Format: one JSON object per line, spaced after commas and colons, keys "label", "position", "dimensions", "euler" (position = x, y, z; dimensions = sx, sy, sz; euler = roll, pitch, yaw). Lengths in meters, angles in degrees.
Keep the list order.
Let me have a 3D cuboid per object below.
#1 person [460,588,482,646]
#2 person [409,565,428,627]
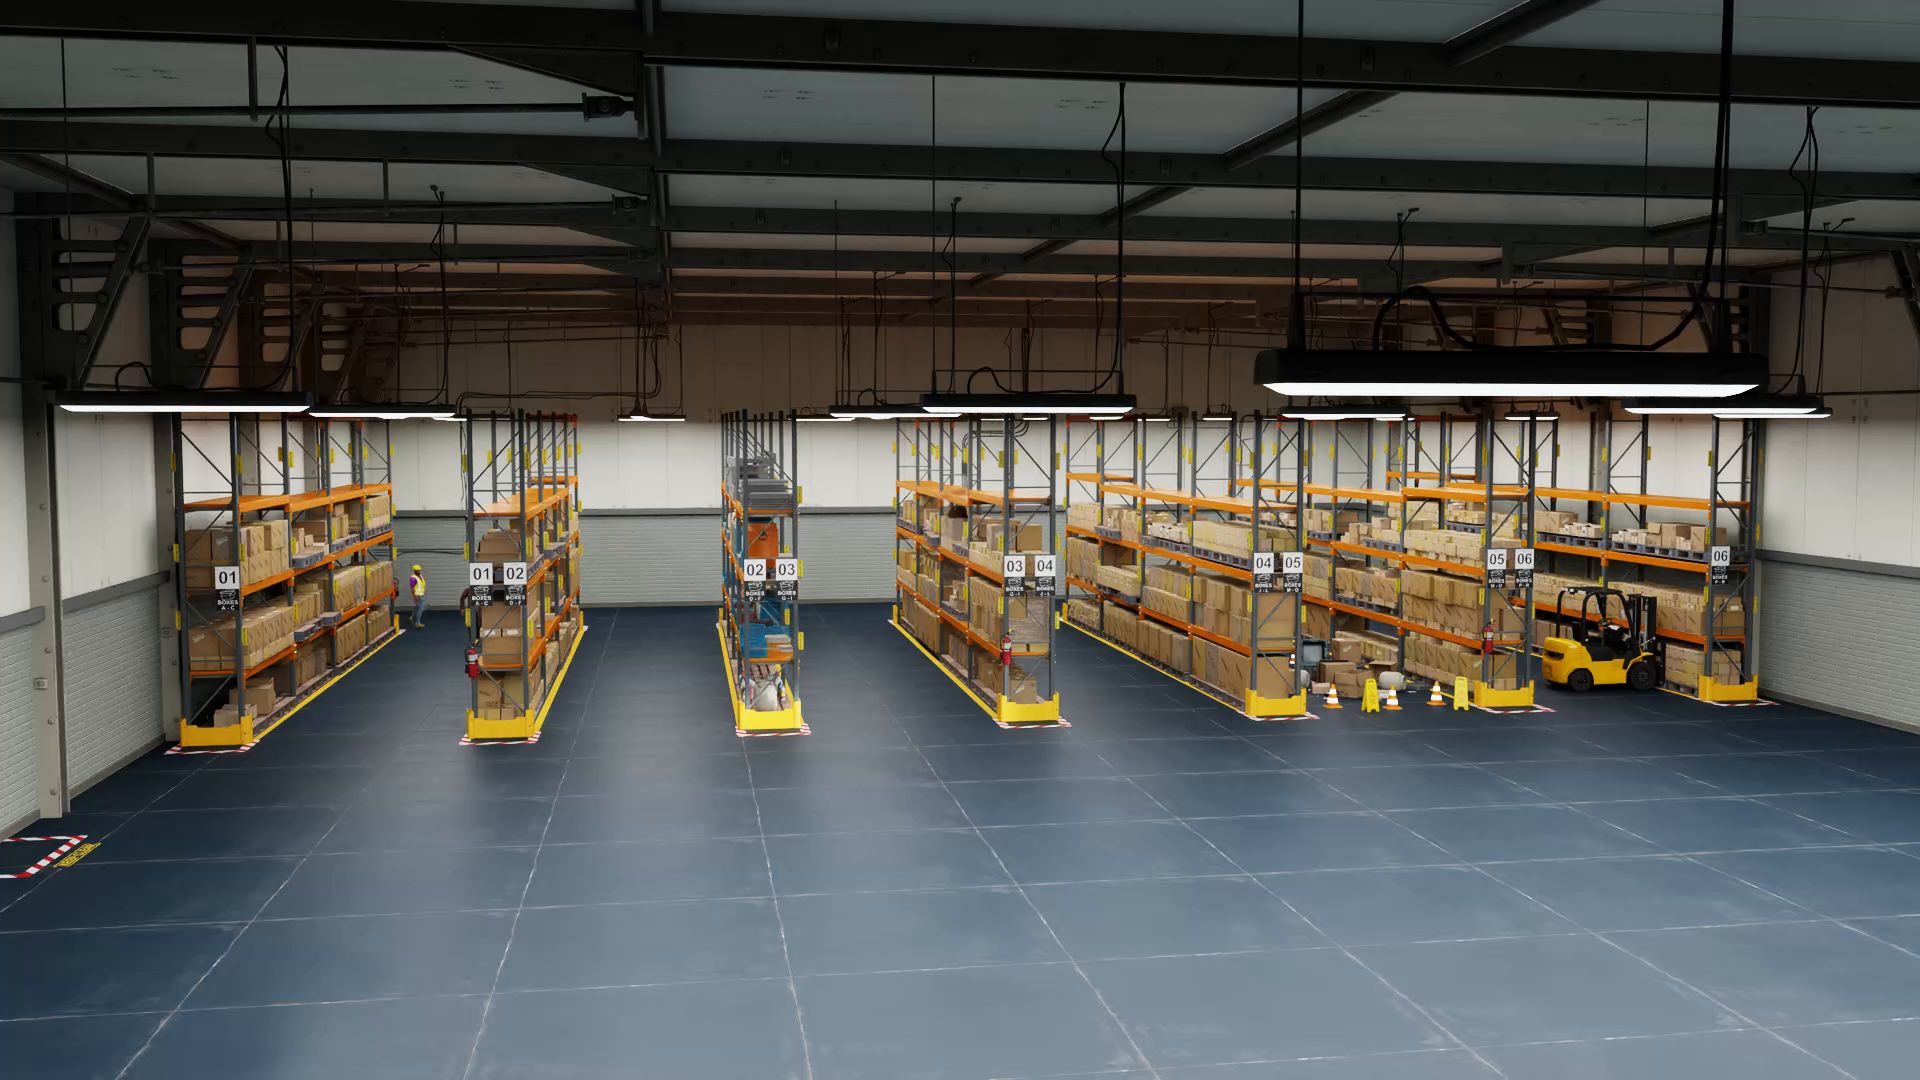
{"label": "person", "position": [-12.584, 1.884, 43.178], "dimensions": [0.771, 1.814, 0.936], "euler": [-1, 4, -9]}
{"label": "person", "position": [-15.235, 1.572, 46.691], "dimensions": [0.501, 1.754, 0.580], "euler": [-1, 4, -8]}
